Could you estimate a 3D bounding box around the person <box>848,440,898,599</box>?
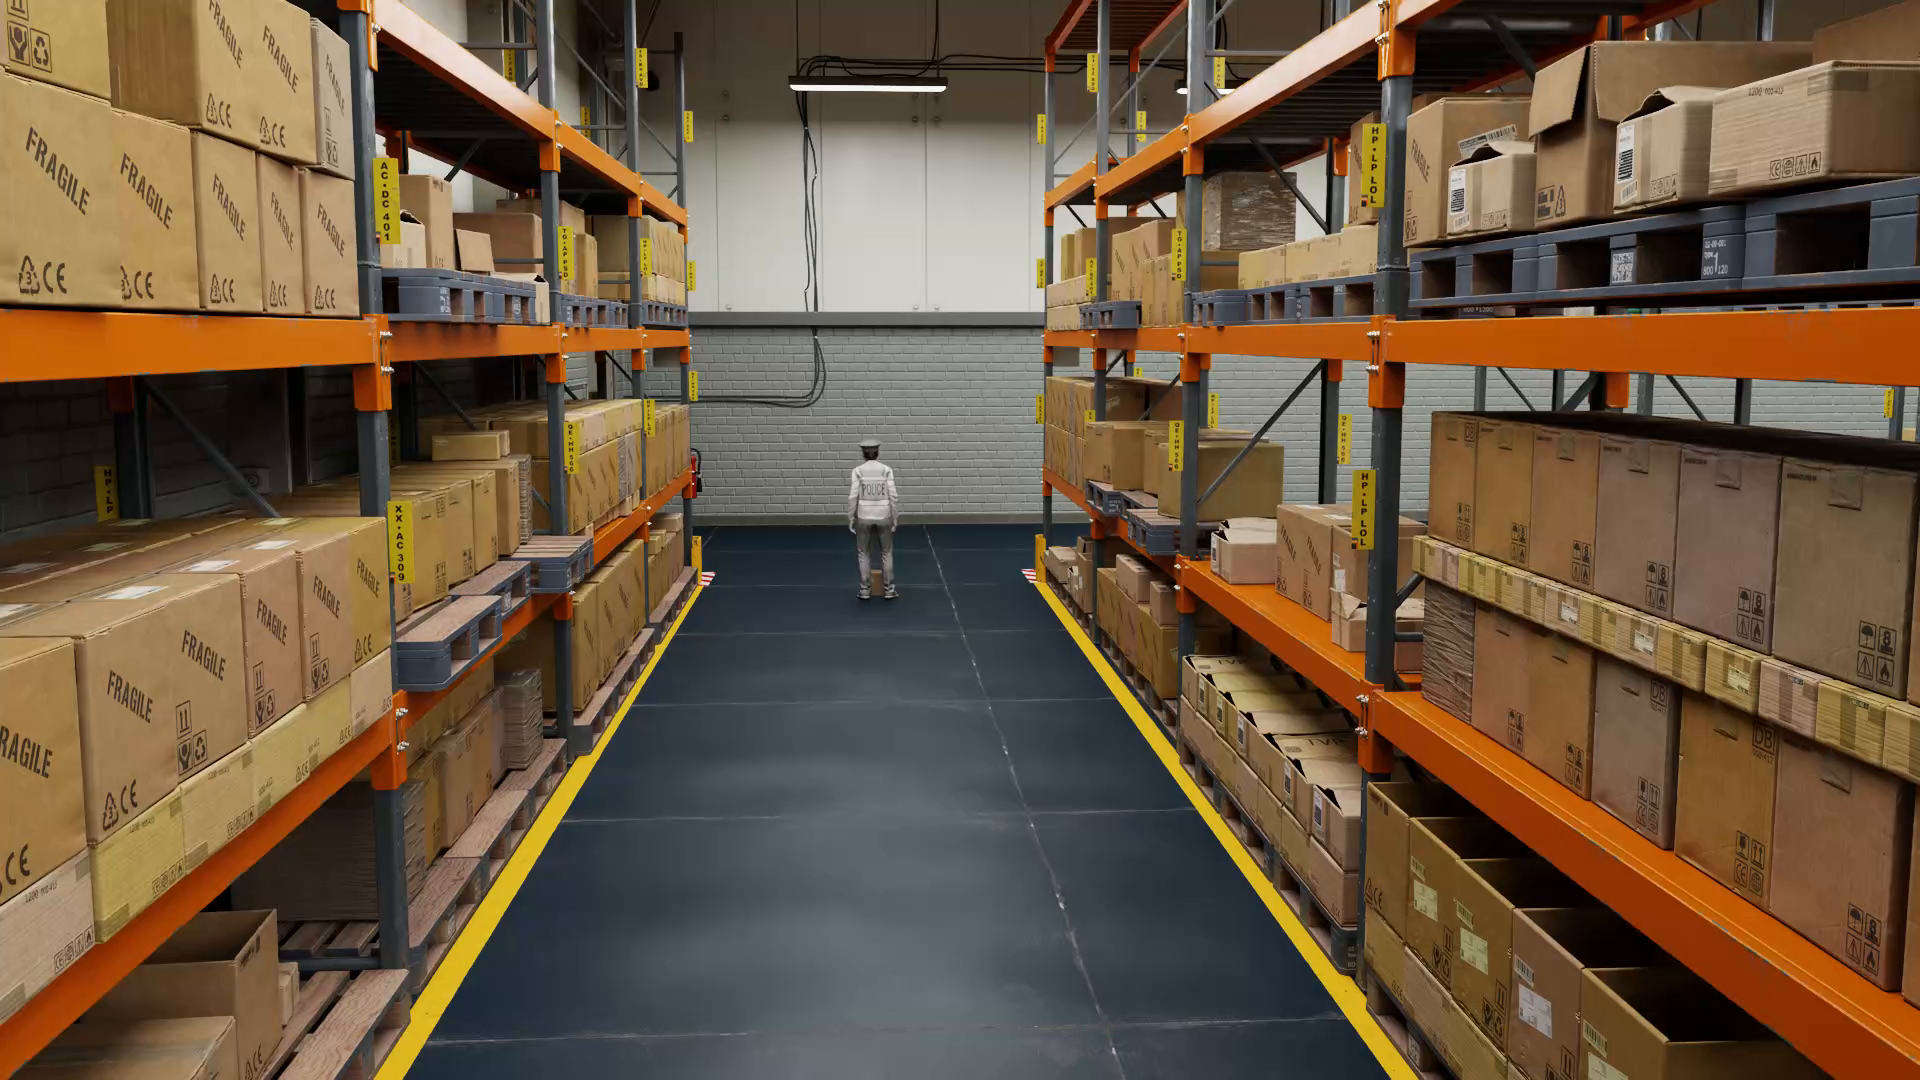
[{"bbox_3d":[-0.911,-0.209,17.451,0.532,1.662,0.375,-1,7,-7],"label":"person"}]
